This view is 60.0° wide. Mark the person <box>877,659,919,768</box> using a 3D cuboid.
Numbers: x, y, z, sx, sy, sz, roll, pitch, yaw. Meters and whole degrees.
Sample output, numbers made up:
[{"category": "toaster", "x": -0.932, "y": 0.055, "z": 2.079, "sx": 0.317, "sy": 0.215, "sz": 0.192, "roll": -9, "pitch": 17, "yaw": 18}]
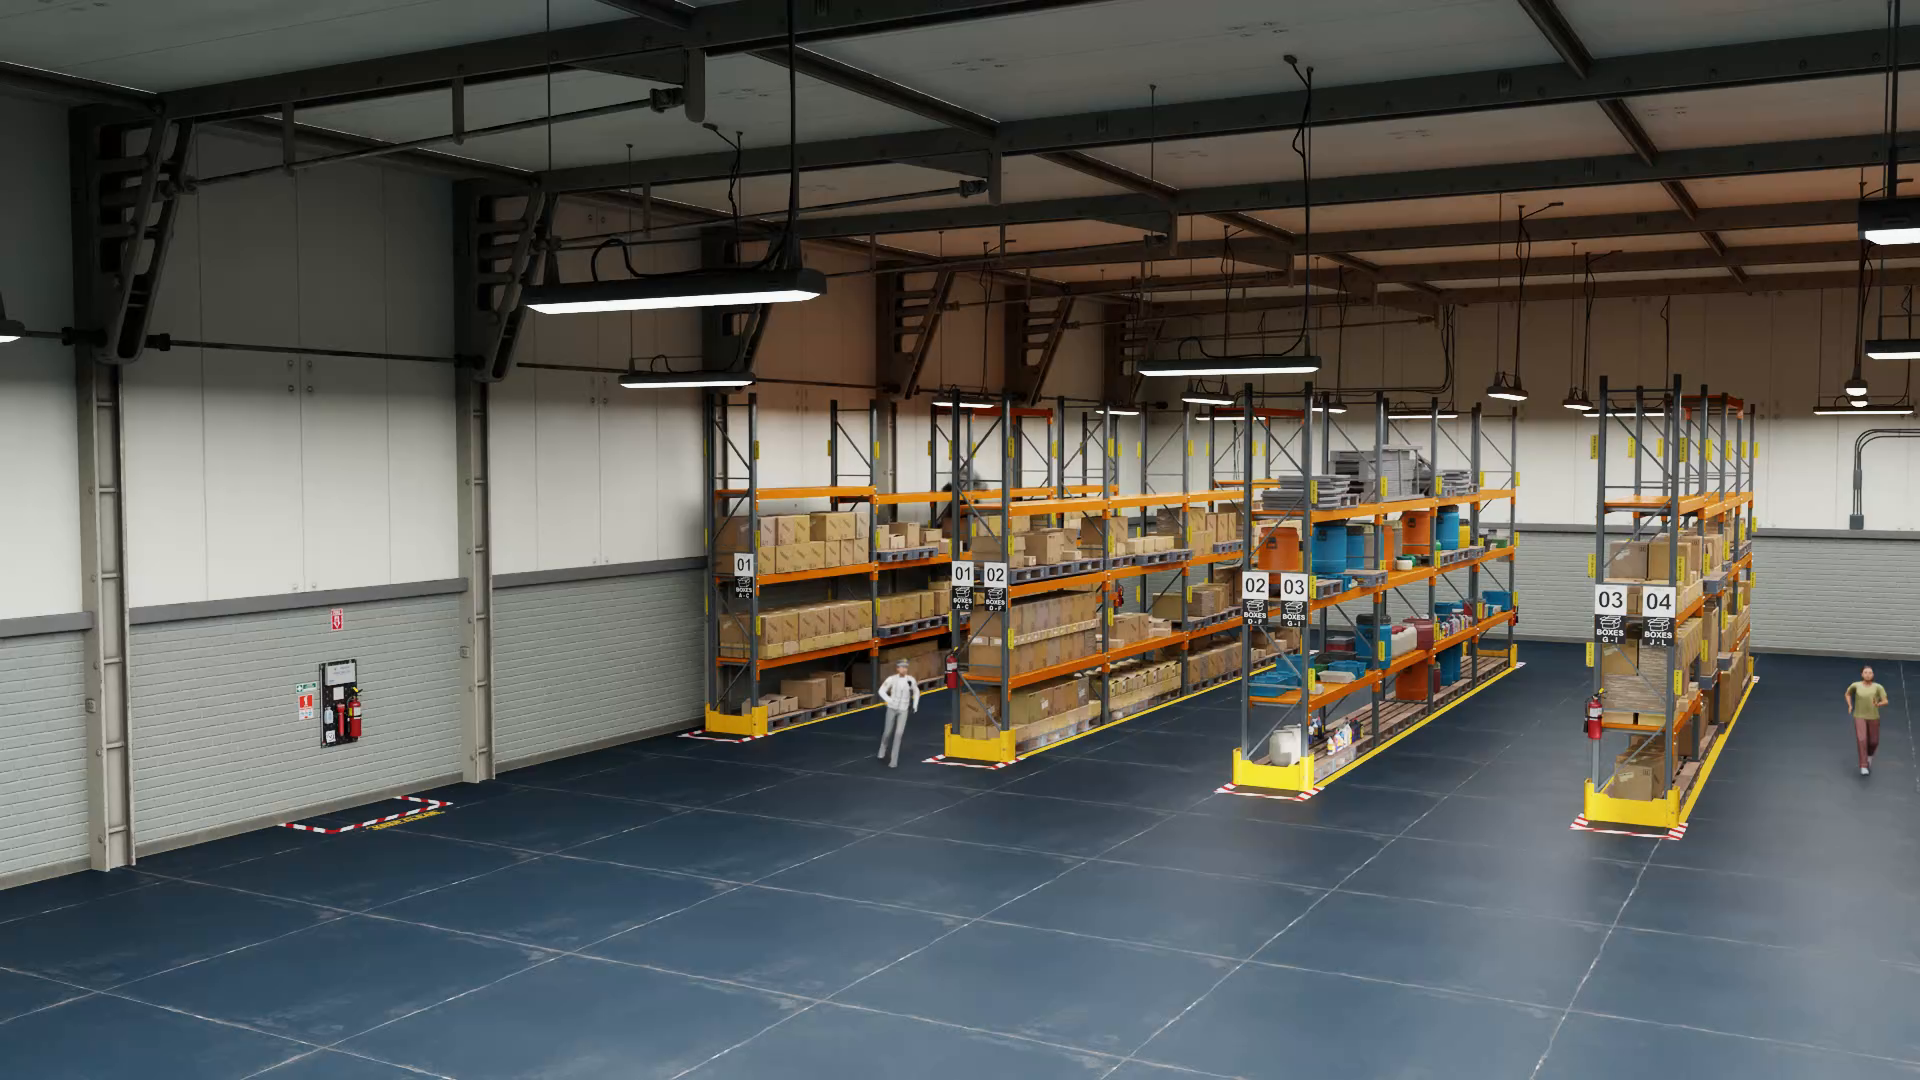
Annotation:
[{"category": "person", "x": -0.969, "y": 2.722, "z": 26.542, "sx": 0.676, "sy": 1.674, "sz": 0.917, "roll": 0, "pitch": 3, "yaw": -5}]

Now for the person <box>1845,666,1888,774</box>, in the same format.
[{"category": "person", "x": 14.077, "y": 2.770, "z": 25.827, "sx": 0.586, "sy": 1.645, "sz": 0.914, "roll": 1, "pitch": 3, "yaw": 24}]
